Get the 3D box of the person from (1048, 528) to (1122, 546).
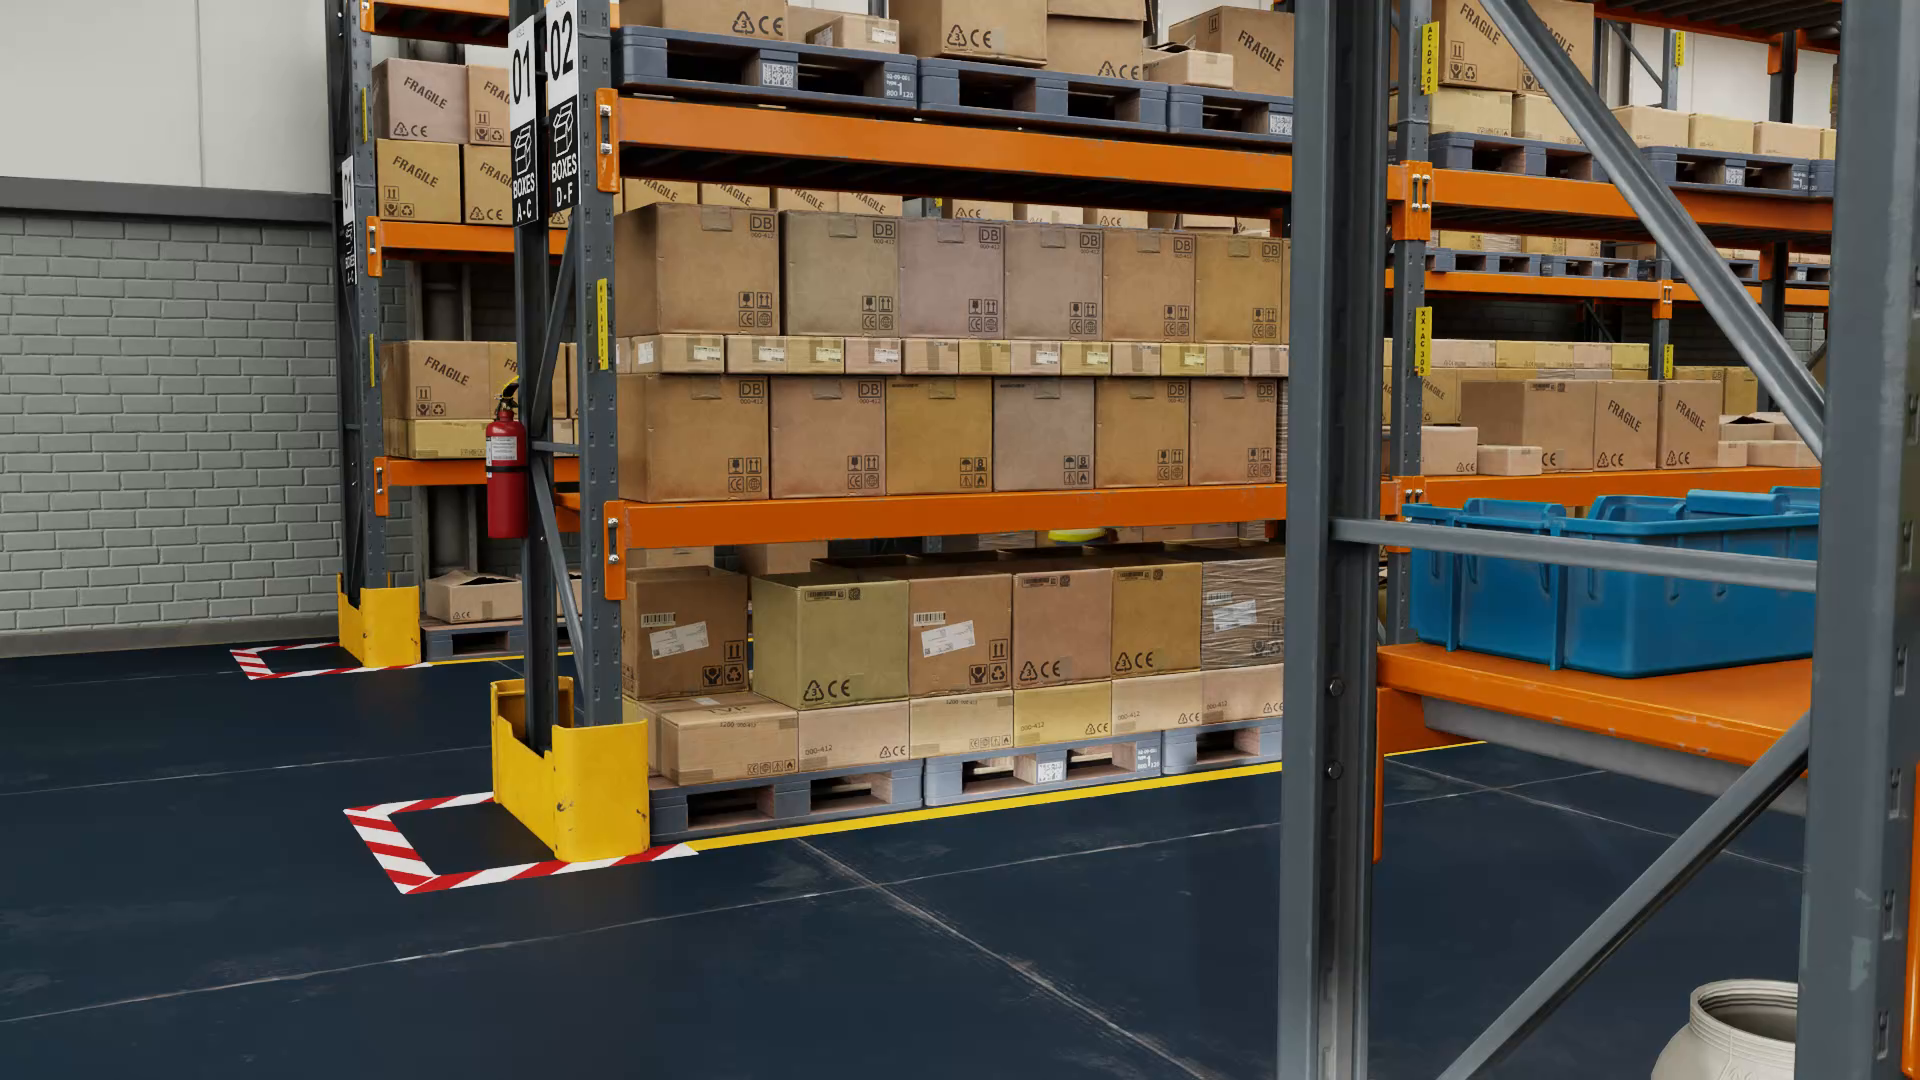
[{"bbox_3d":[0.761,-0.011,10.003,0.438,1.726,0.588,-3,6,-27],"label":"person"}]
